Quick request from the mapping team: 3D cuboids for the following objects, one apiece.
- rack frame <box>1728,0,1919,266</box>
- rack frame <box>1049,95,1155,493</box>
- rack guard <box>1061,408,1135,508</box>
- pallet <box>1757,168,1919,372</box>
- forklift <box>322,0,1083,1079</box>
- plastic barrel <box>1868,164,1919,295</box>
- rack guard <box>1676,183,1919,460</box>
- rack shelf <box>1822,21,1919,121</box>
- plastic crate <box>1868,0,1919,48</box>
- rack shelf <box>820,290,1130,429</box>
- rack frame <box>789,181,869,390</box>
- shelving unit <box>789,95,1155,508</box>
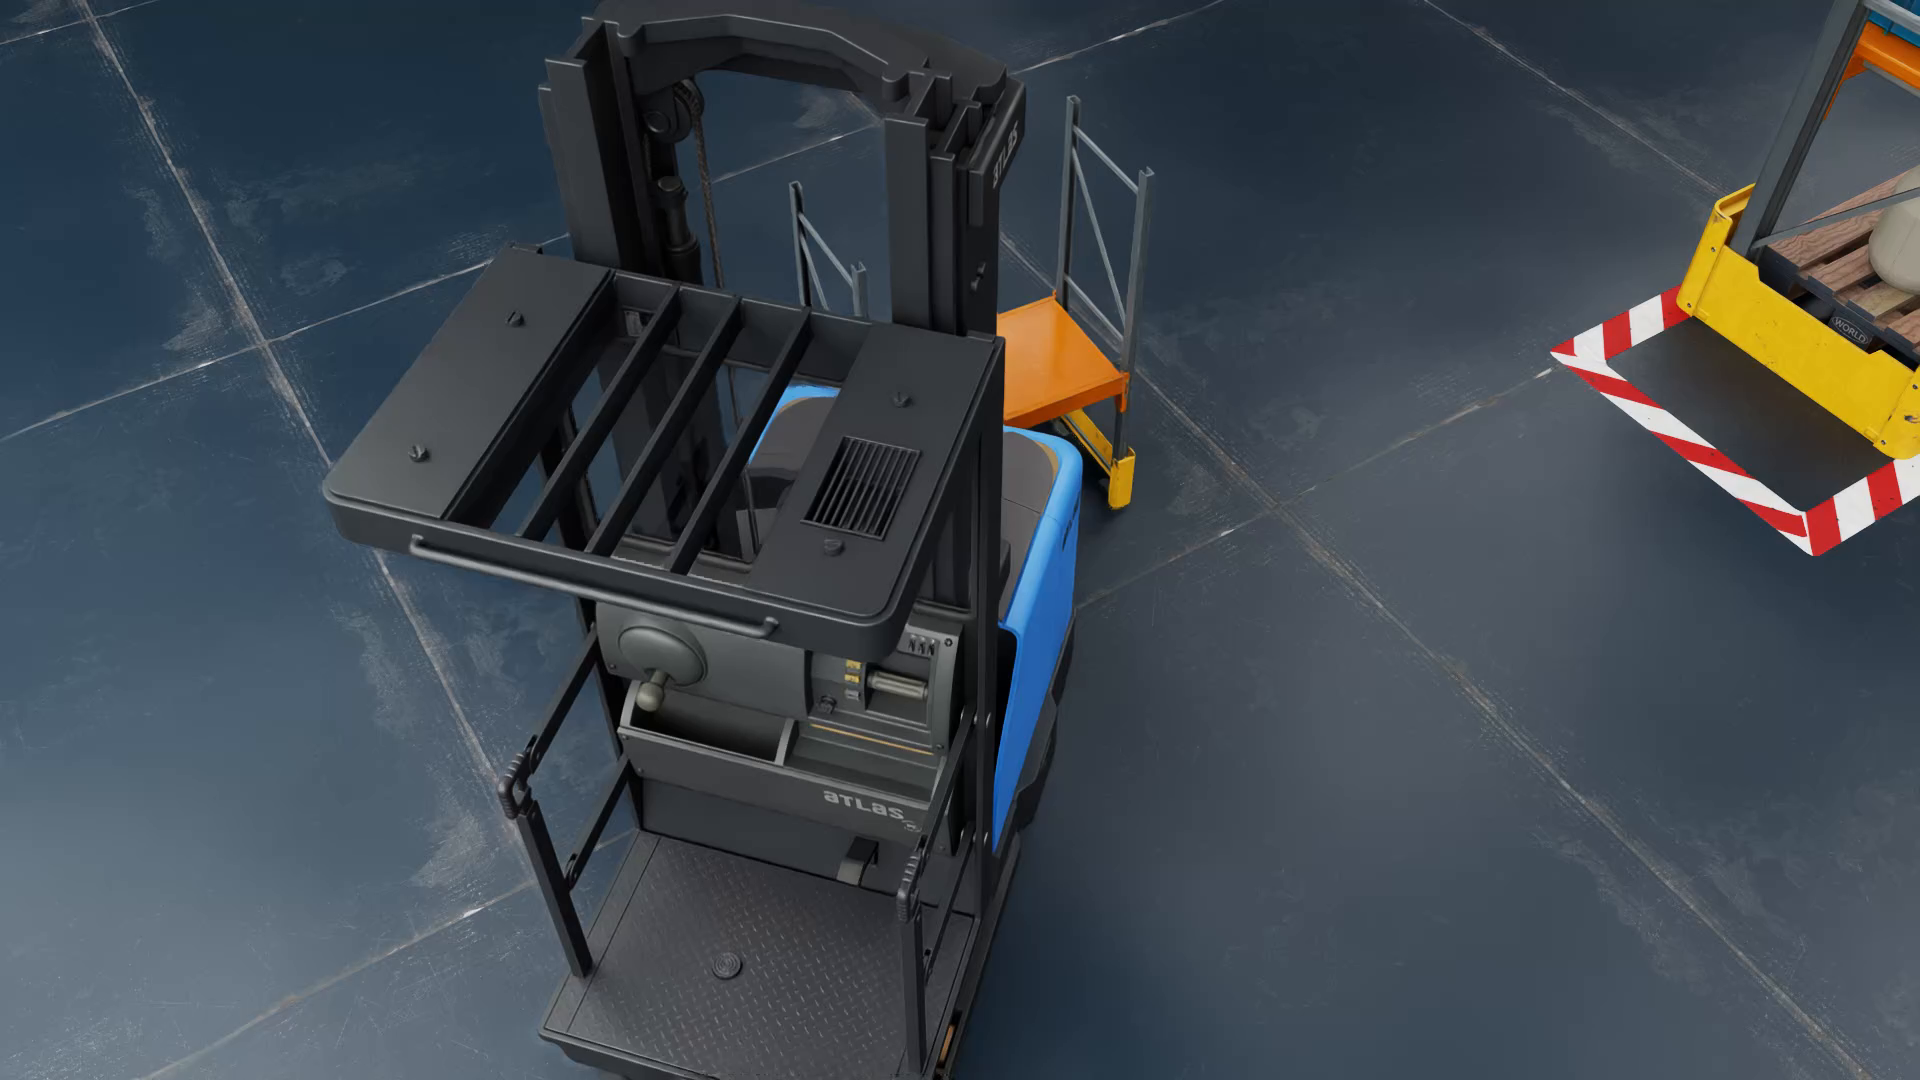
[{"bbox_3d":[3.476,-1.672,5.730,0.127,3.000,1.000,-25,53,-21],"label":"rack frame"},{"bbox_3d":[0.488,-0.823,5.978,0.032,1.500,0.500,-22,52,-18],"label":"rack frame"},{"bbox_3d":[0.487,-0.407,6.445,0.087,0.250,0.587,-22,52,-18],"label":"rack guard"},{"bbox_3d":[4.205,-1.125,7.110,1.213,0.211,1.003,-25,53,-21],"label":"pallet"},{"bbox_3d":[-0.515,0.389,3.941,1.130,2.935,3.031,12,49,11],"label":"forklift"},{"bbox_3d":[3.992,-1.294,6.779,0.421,0.512,0.421,0,48,0],"label":"plastic barrel"},{"bbox_3d":[3.516,-0.900,6.717,0.348,0.500,1.175,-25,53,-21],"label":"rack guard"},{"bbox_3d":[5.168,-2.229,6.708,4.000,0.370,1.077,-25,53,-21],"label":"rack shelf"},{"bbox_3d":[3.740,-2.011,6.132,0.616,0.251,0.499,-25,53,-21],"label":"plastic crate"},{"bbox_3d":[0.039,-0.525,5.954,1.000,0.185,0.538,-22,52,-18],"label":"rack shelf"},{"bbox_3d":[-0.409,-0.466,5.661,0.032,1.500,0.500,-22,52,-18],"label":"rack frame"},{"bbox_3d":[0.047,-0.648,5.822,1.083,1.500,0.587,-22,52,-18],"label":"shelving unit"}]
